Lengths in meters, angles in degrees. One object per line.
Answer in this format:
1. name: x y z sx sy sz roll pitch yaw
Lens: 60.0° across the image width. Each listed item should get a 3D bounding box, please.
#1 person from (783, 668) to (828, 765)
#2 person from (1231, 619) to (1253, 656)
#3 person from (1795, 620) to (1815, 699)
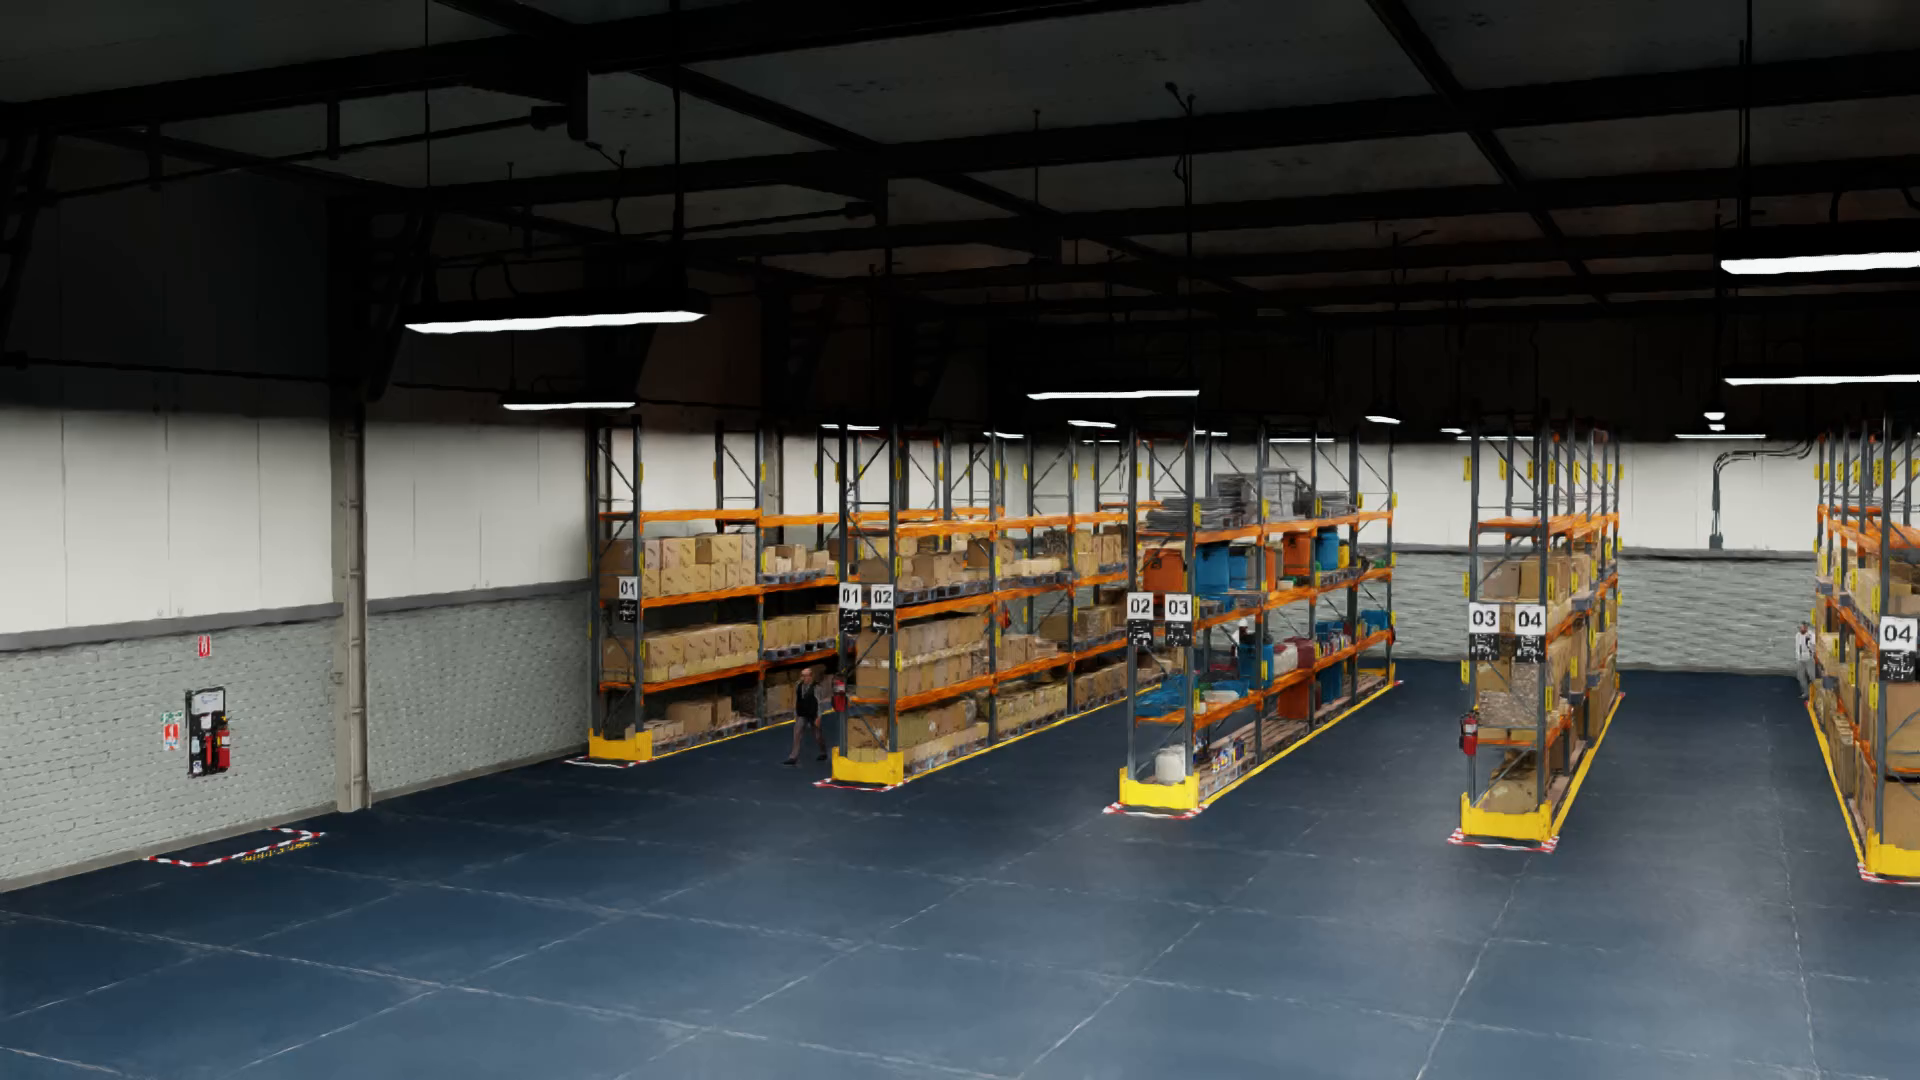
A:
1. person: -2.587 2.994 28.385 0.544 1.646 1.105 1 3 23
2. person: 6.340 2.613 37.274 0.577 1.691 1.121 1 3 27
3. person: 18.703 2.628 36.604 0.583 1.747 0.599 -1 3 -29
